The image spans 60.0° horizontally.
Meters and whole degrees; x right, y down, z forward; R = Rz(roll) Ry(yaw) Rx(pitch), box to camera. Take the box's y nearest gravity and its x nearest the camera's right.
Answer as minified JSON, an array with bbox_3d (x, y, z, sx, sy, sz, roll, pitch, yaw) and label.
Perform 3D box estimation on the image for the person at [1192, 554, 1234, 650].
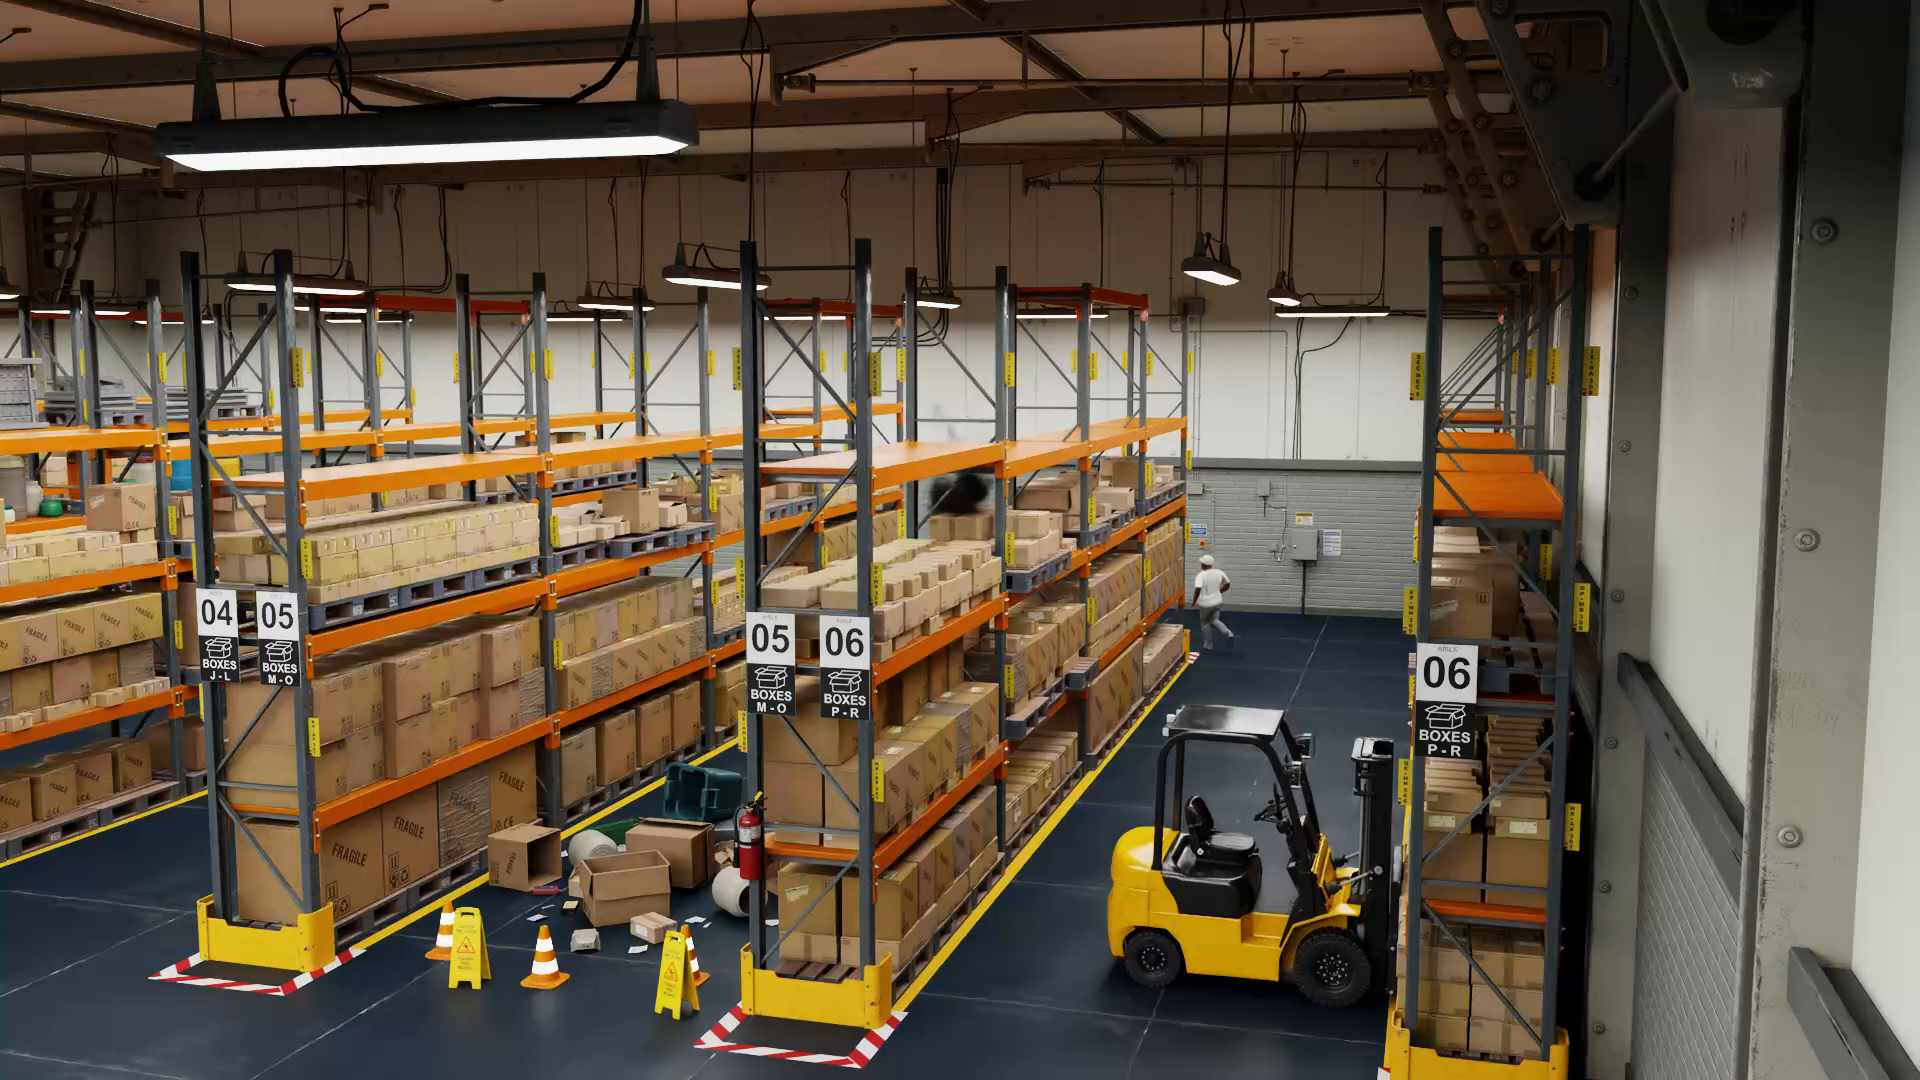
[{"bbox_3d":[4.309,1.093,28.820,0.761,1.714,0.821,-3,7,-27],"label":"person"}]
